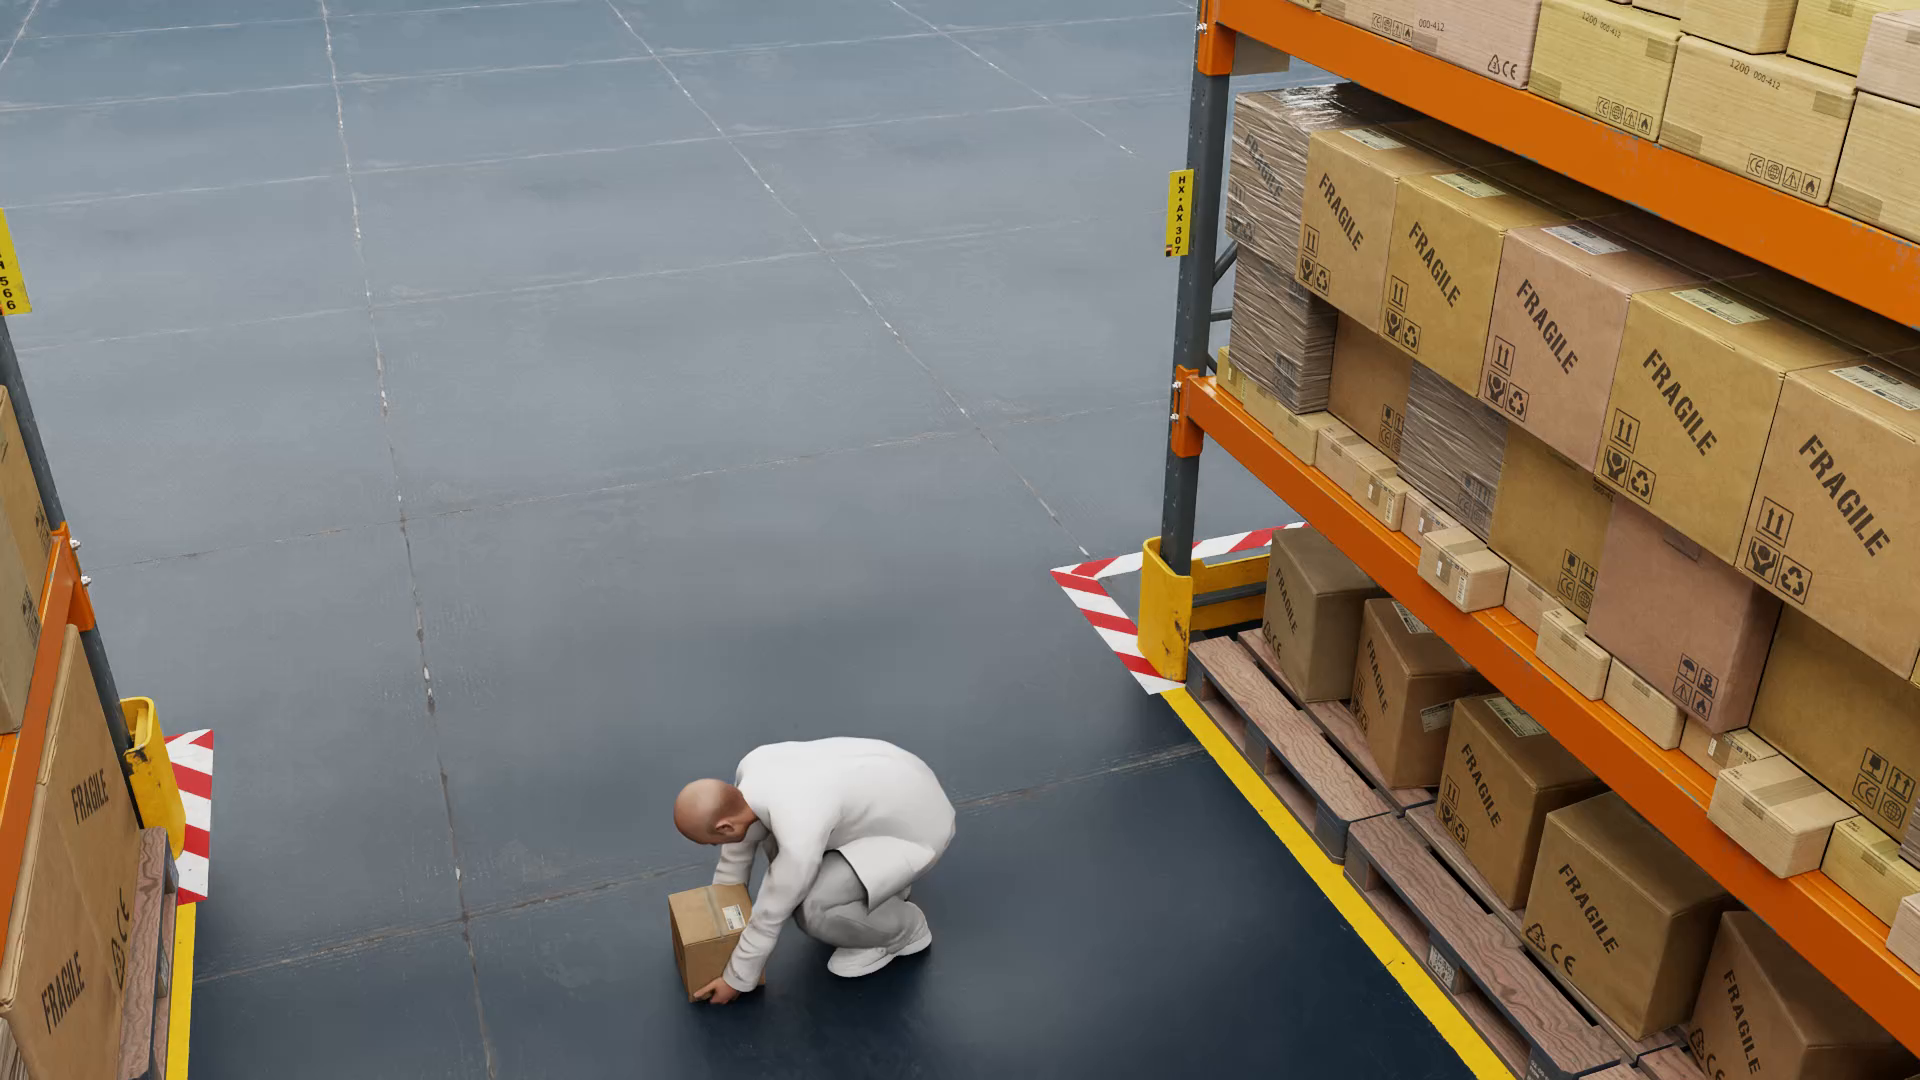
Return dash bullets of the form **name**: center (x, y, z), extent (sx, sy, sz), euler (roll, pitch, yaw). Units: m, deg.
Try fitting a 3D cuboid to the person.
- **person**: center (-0.463, 1.026, 5.389), extent (0.928, 0.860, 0.579), euler (-11, 31, -18)
